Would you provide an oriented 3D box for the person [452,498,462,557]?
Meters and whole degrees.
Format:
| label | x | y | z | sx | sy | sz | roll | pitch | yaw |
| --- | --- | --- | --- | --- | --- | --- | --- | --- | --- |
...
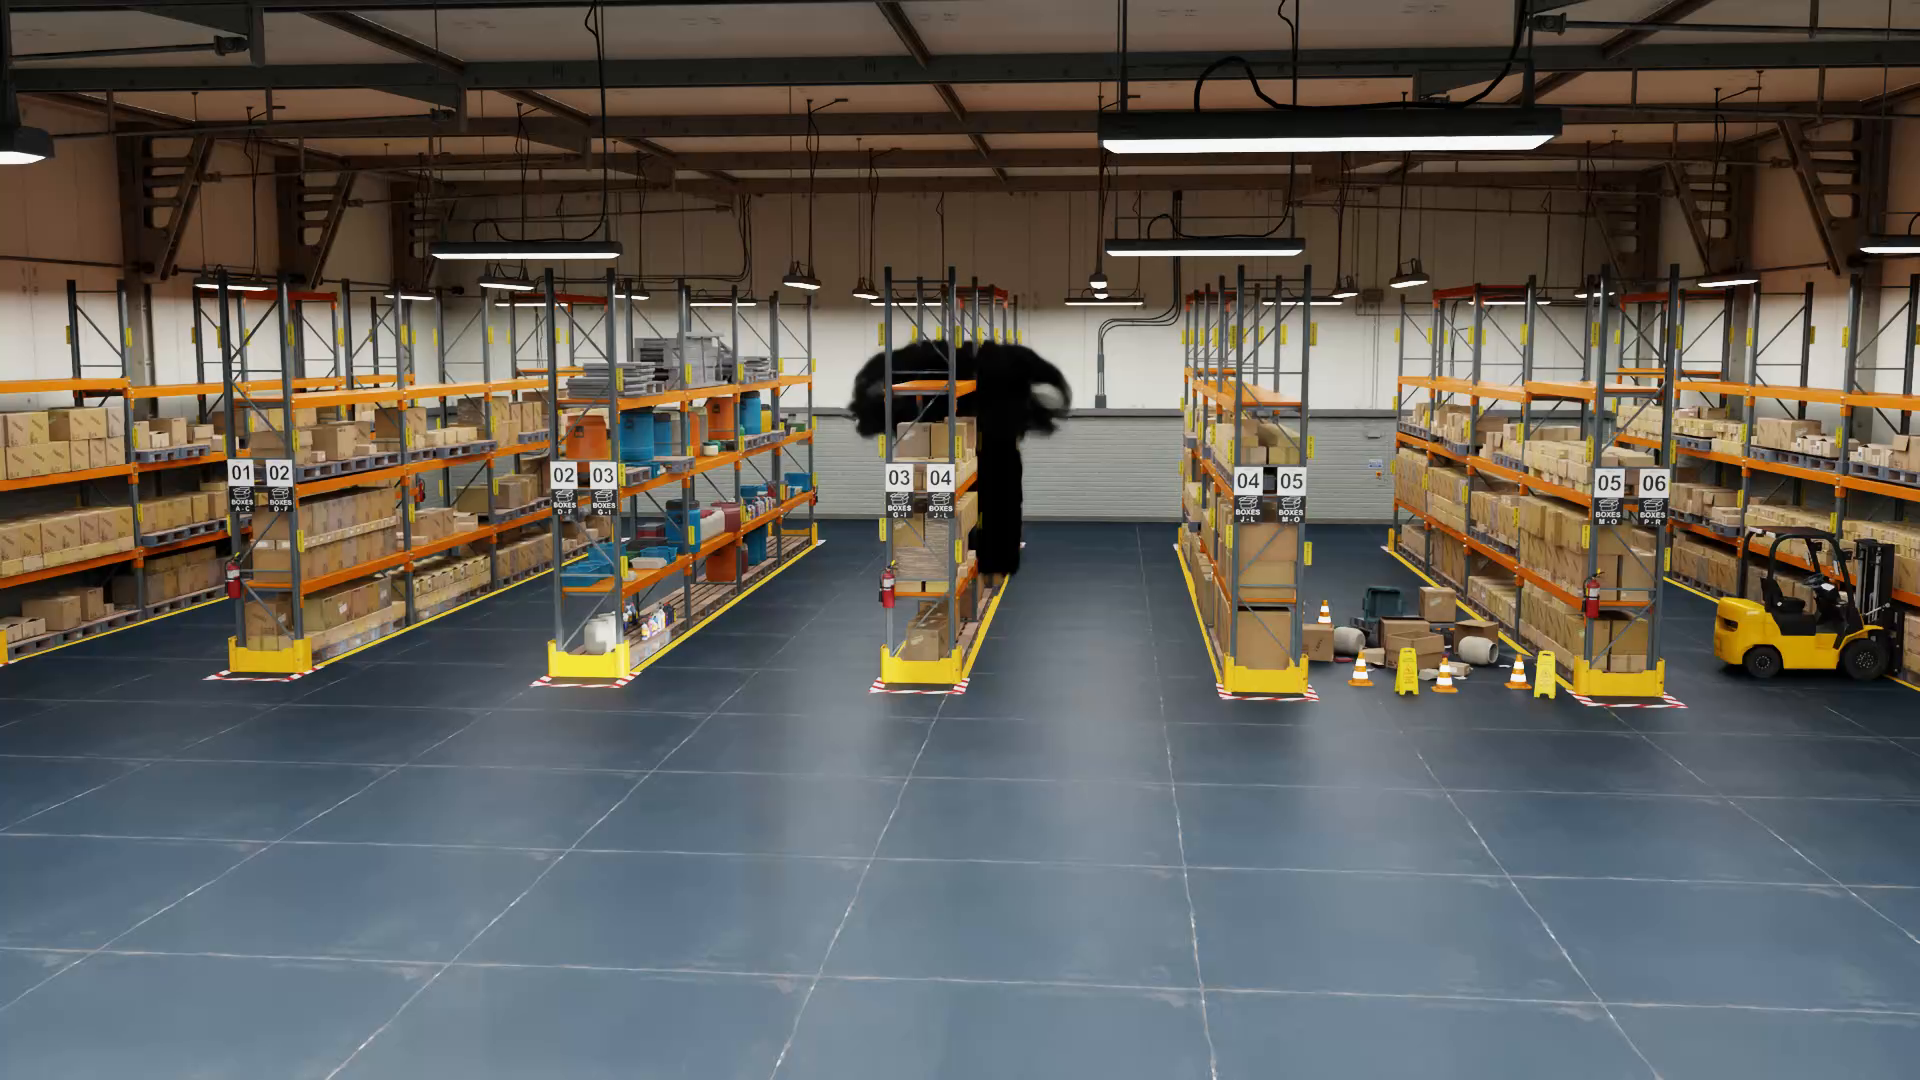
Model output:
| label | x | y | z | sx | sy | sz | roll | pitch | yaw |
| --- | --- | --- | --- | --- | --- | --- | --- | --- | --- |
| person | -11.323 | -0.459 | 37.979 | 0.547 | 1.568 | 0.855 | 0 | 7 | -1 |

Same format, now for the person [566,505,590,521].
| label | x | y | z | sx | sy | sz | roll | pitch | yaw |
| --- | --- | --- | --- | --- | --- | --- | --- | --- | --- |
| person | -9.723 | -0.939 | 42.246 | 0.931 | 1.696 | 0.611 | 2 | 7 | 17 |
